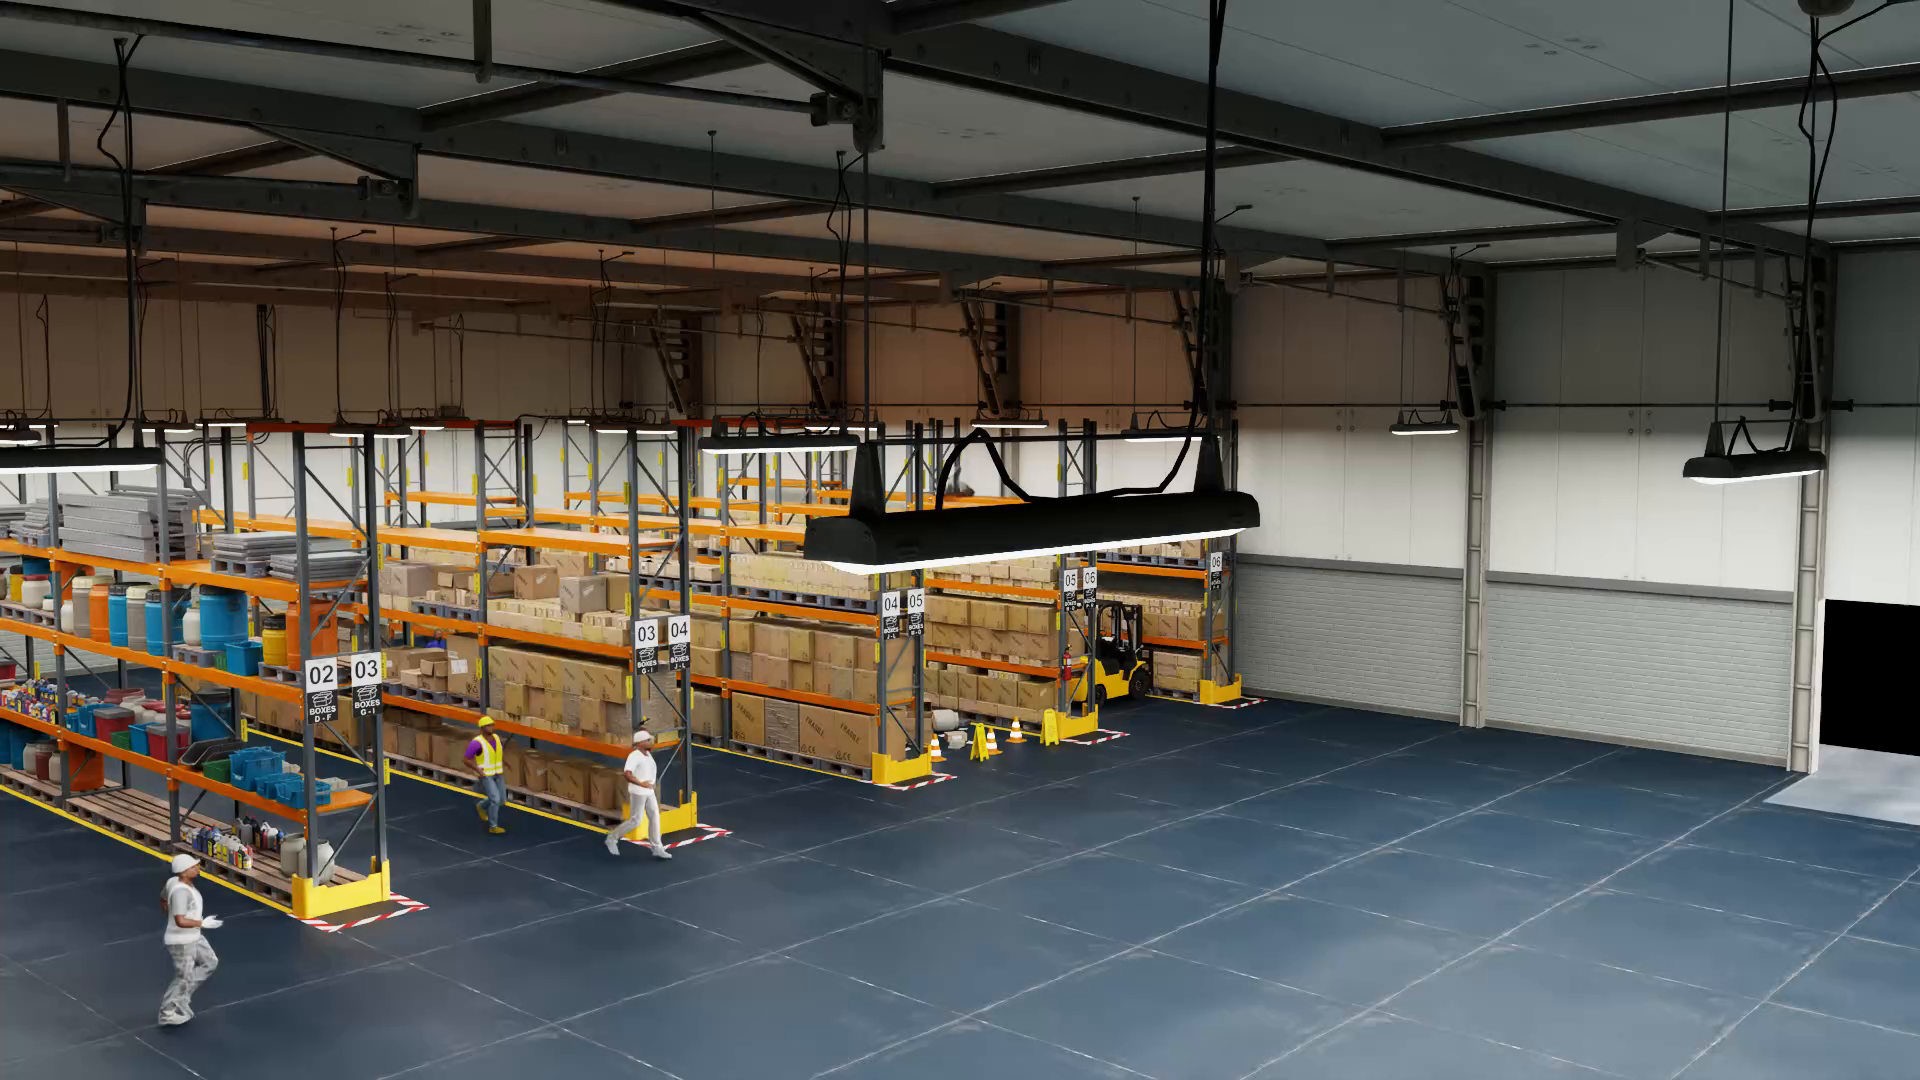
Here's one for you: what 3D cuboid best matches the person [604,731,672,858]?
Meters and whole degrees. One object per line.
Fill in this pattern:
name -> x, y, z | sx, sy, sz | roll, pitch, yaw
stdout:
person -> -4.430, 3.545, 23.293 | 0.971, 1.736, 0.762 | 1, 5, 15

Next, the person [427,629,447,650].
person -> -10.983, 2.680, 34.973 | 0.671, 1.640, 0.582 | 4, 6, 42

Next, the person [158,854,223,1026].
person -> -7.849, 4.063, 16.953 | 0.654, 1.763, 0.666 | -2, 5, -19

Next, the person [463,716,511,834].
person -> -6.987, 3.462, 24.587 | 0.696, 1.723, 0.704 | 3, 6, 32
